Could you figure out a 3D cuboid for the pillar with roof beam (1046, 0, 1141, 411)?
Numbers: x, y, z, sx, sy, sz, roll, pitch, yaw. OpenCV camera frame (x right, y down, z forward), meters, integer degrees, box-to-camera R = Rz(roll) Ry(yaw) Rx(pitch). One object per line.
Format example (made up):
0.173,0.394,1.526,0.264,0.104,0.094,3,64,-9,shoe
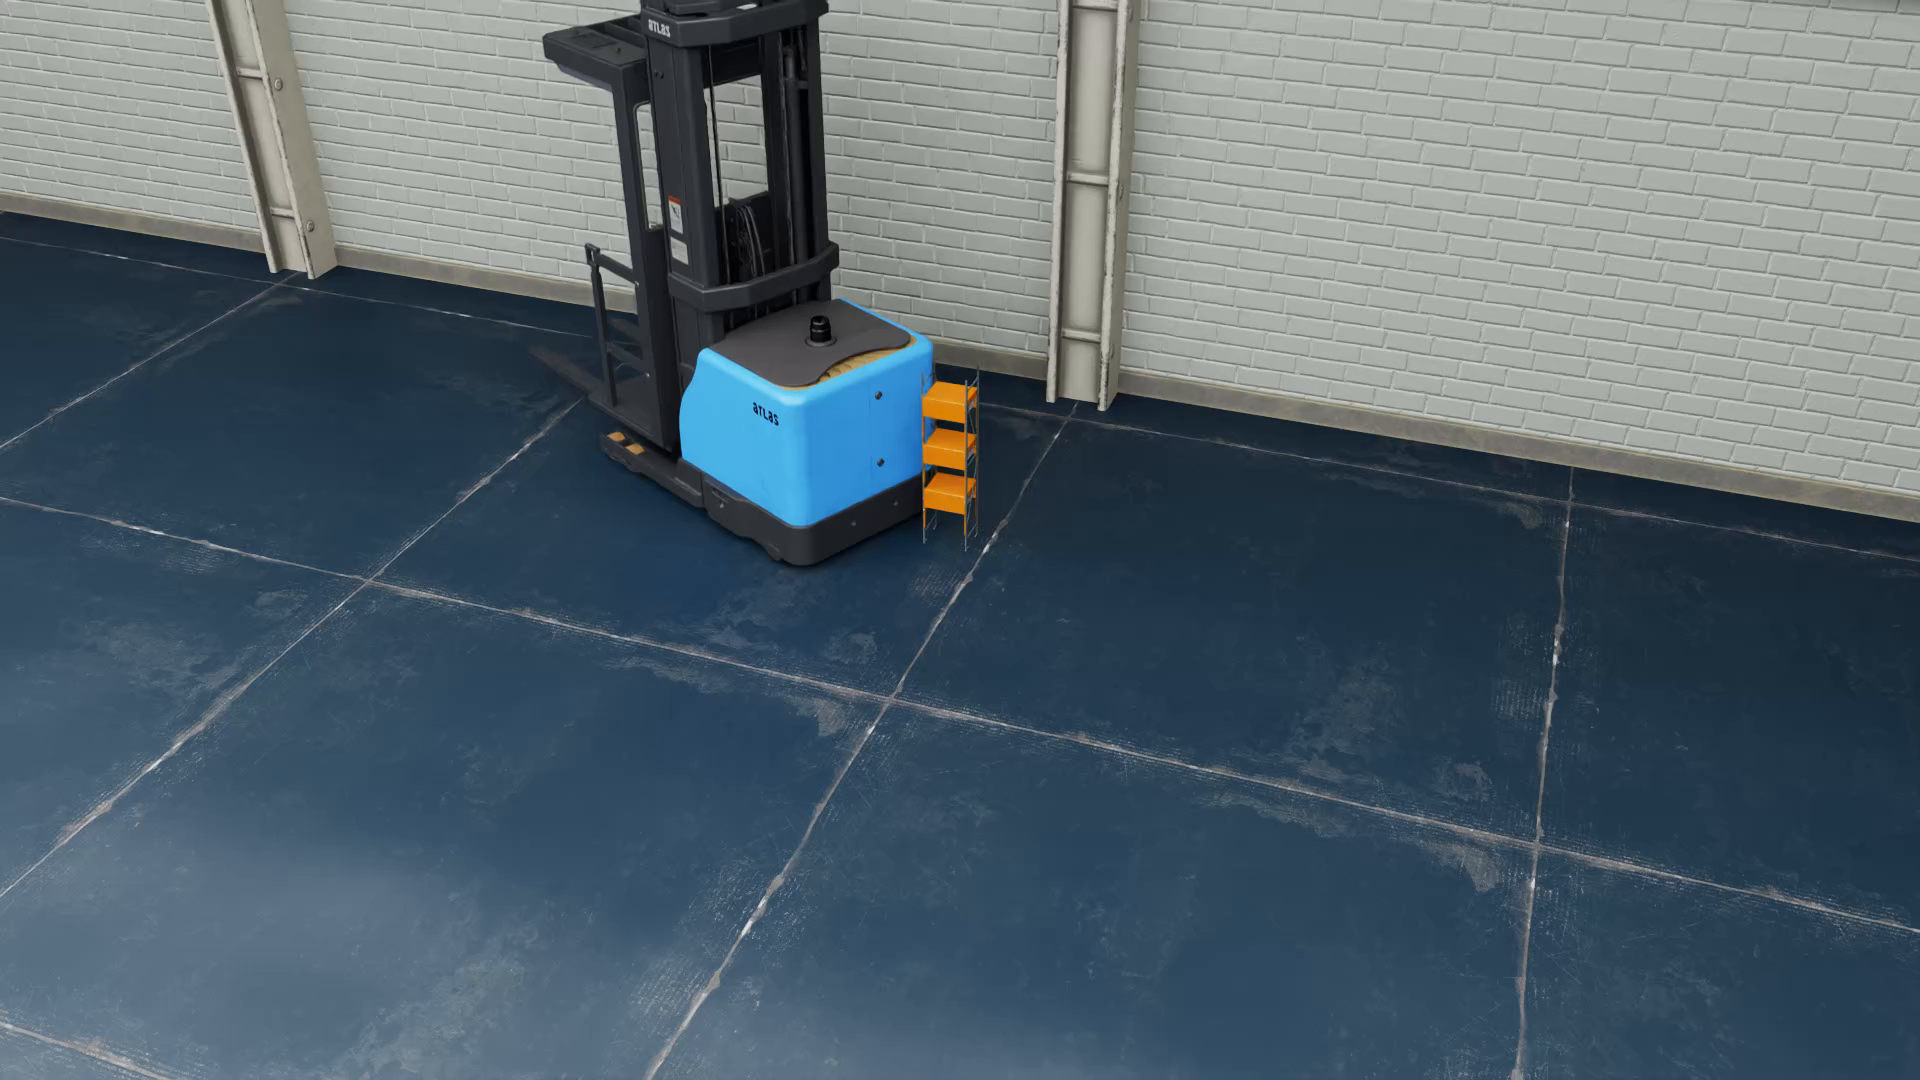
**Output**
-0.668,-2.508,4.806,0.400,9.000,9.100,11,34,16,pillar with roof beam

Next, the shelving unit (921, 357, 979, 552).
-0.050,-0.451,8.948,0.252,1.050,0.215,11,34,16,shelving unit

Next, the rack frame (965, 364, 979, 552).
0.064,-0.429,8.914,0.008,1.050,0.200,11,34,16,rack frame

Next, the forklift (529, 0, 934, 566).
-1.502,-1.802,9.307,1.130,2.935,3.031,-27,42,-35,forklift

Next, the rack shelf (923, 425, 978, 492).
-0.050,-0.442,8.954,0.240,0.259,0.215,11,34,16,rack shelf

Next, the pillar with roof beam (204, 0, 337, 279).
-6.316,-3.606,6.507,0.400,9.000,9.100,11,34,16,pillar with roof beam

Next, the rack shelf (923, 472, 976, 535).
-0.050,-0.208,9.105,0.240,0.259,0.215,11,34,16,rack shelf

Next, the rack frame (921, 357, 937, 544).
-0.165,-0.473,8.983,0.008,1.050,0.200,11,34,16,rack frame

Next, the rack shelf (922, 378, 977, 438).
-0.050,-0.680,8.800,0.240,0.259,0.215,11,34,16,rack shelf
